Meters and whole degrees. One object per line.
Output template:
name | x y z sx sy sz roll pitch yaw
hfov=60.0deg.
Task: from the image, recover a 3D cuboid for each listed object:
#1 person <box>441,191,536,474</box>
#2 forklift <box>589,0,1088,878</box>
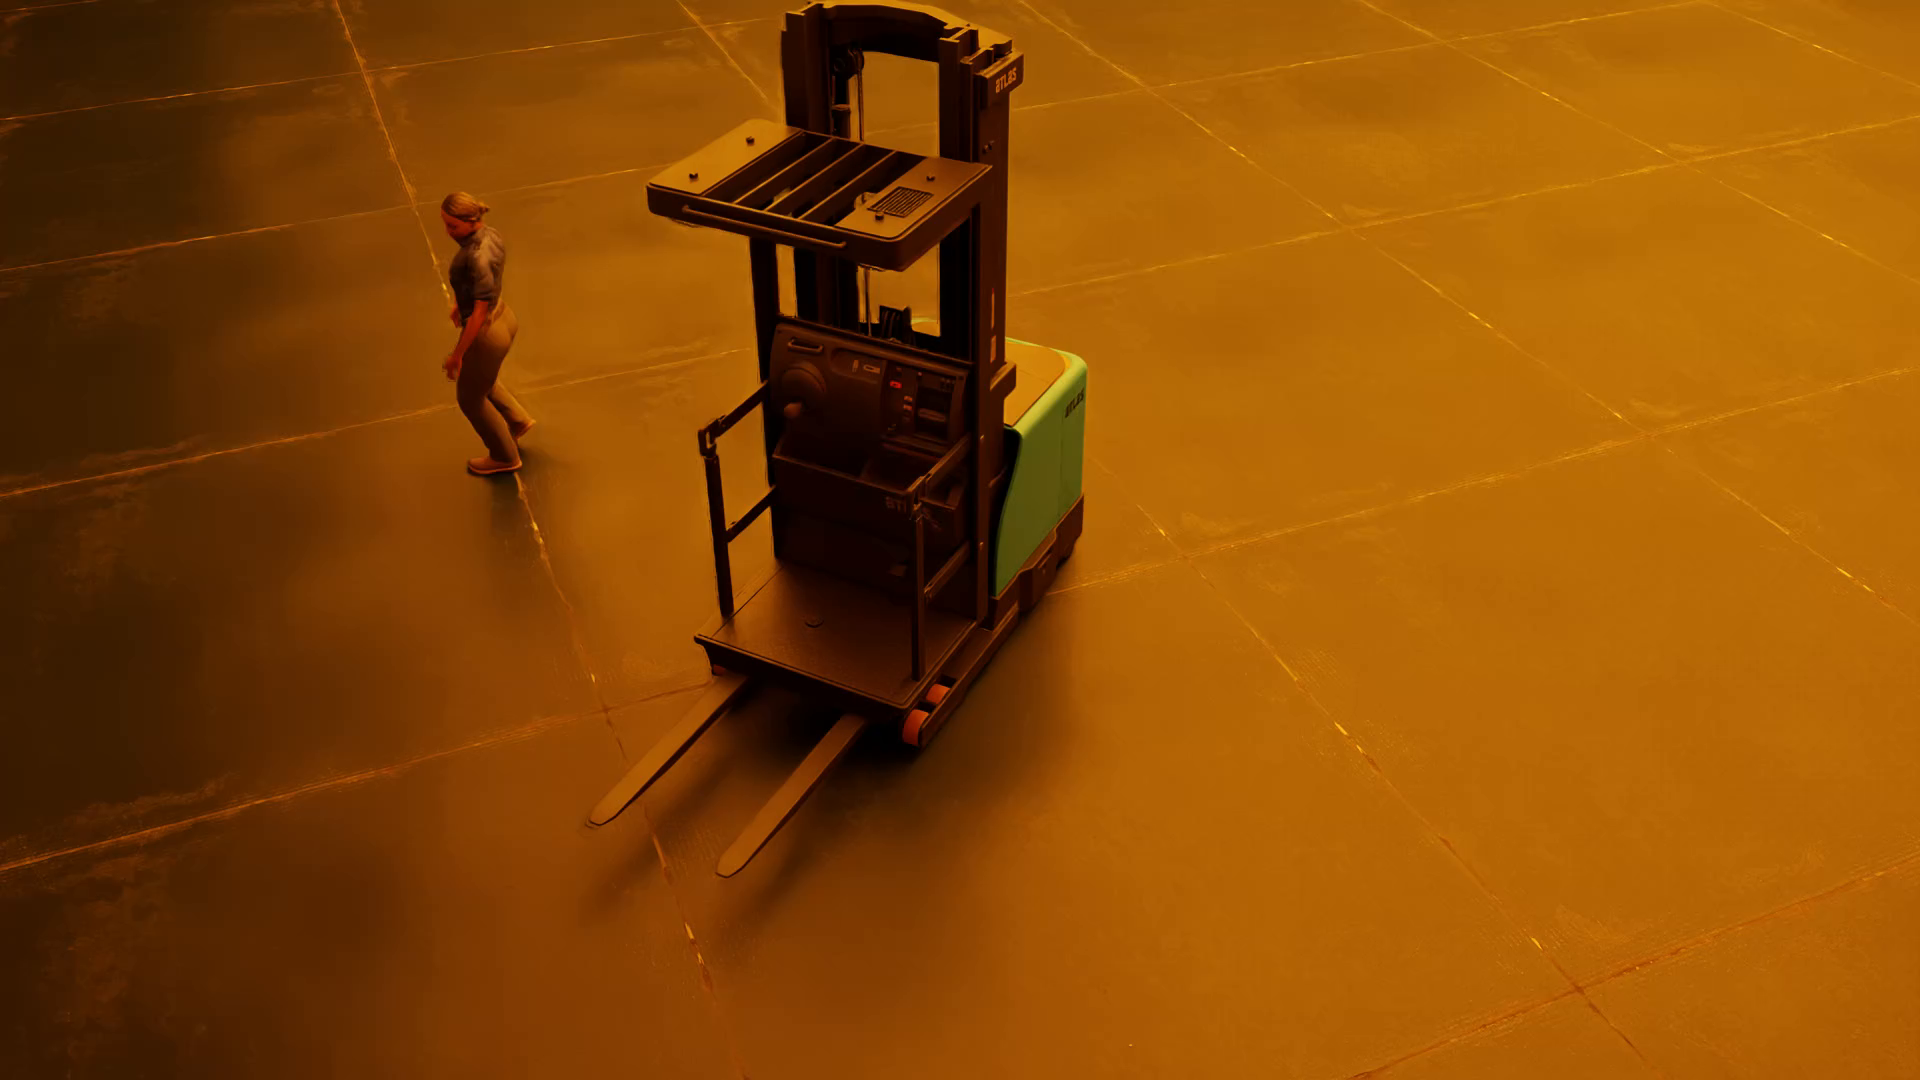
person | -2.550 -1.050 8.717 0.434 1.640 0.709 1 35 2
forklift | -0.496 -0.578 6.911 1.130 2.935 3.031 17 39 22
